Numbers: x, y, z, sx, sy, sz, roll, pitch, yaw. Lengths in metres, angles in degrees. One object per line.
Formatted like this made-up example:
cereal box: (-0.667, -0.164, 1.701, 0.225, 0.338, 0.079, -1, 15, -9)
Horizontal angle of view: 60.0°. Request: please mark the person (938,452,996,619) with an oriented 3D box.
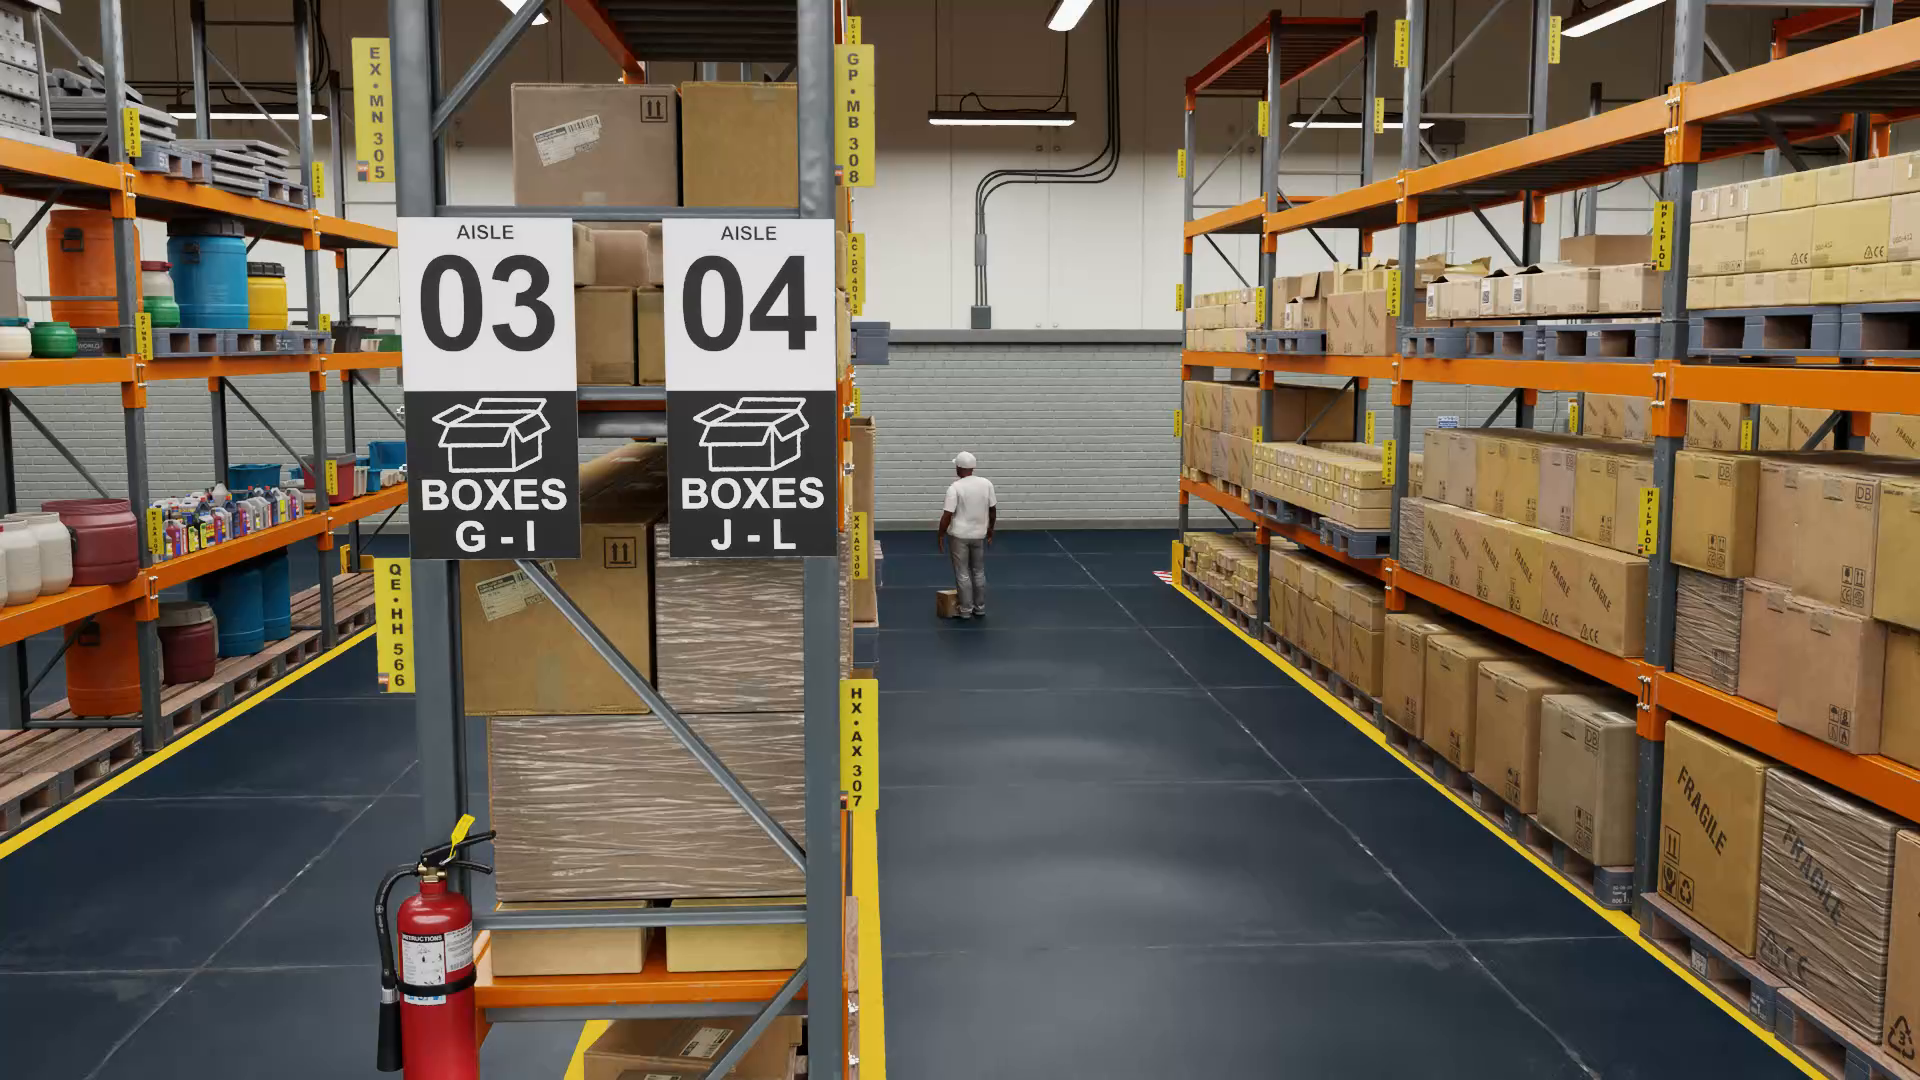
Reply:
person: (0.041, -0.058, 17.571, 0.665, 1.761, 0.577, -4, 8, -28)
